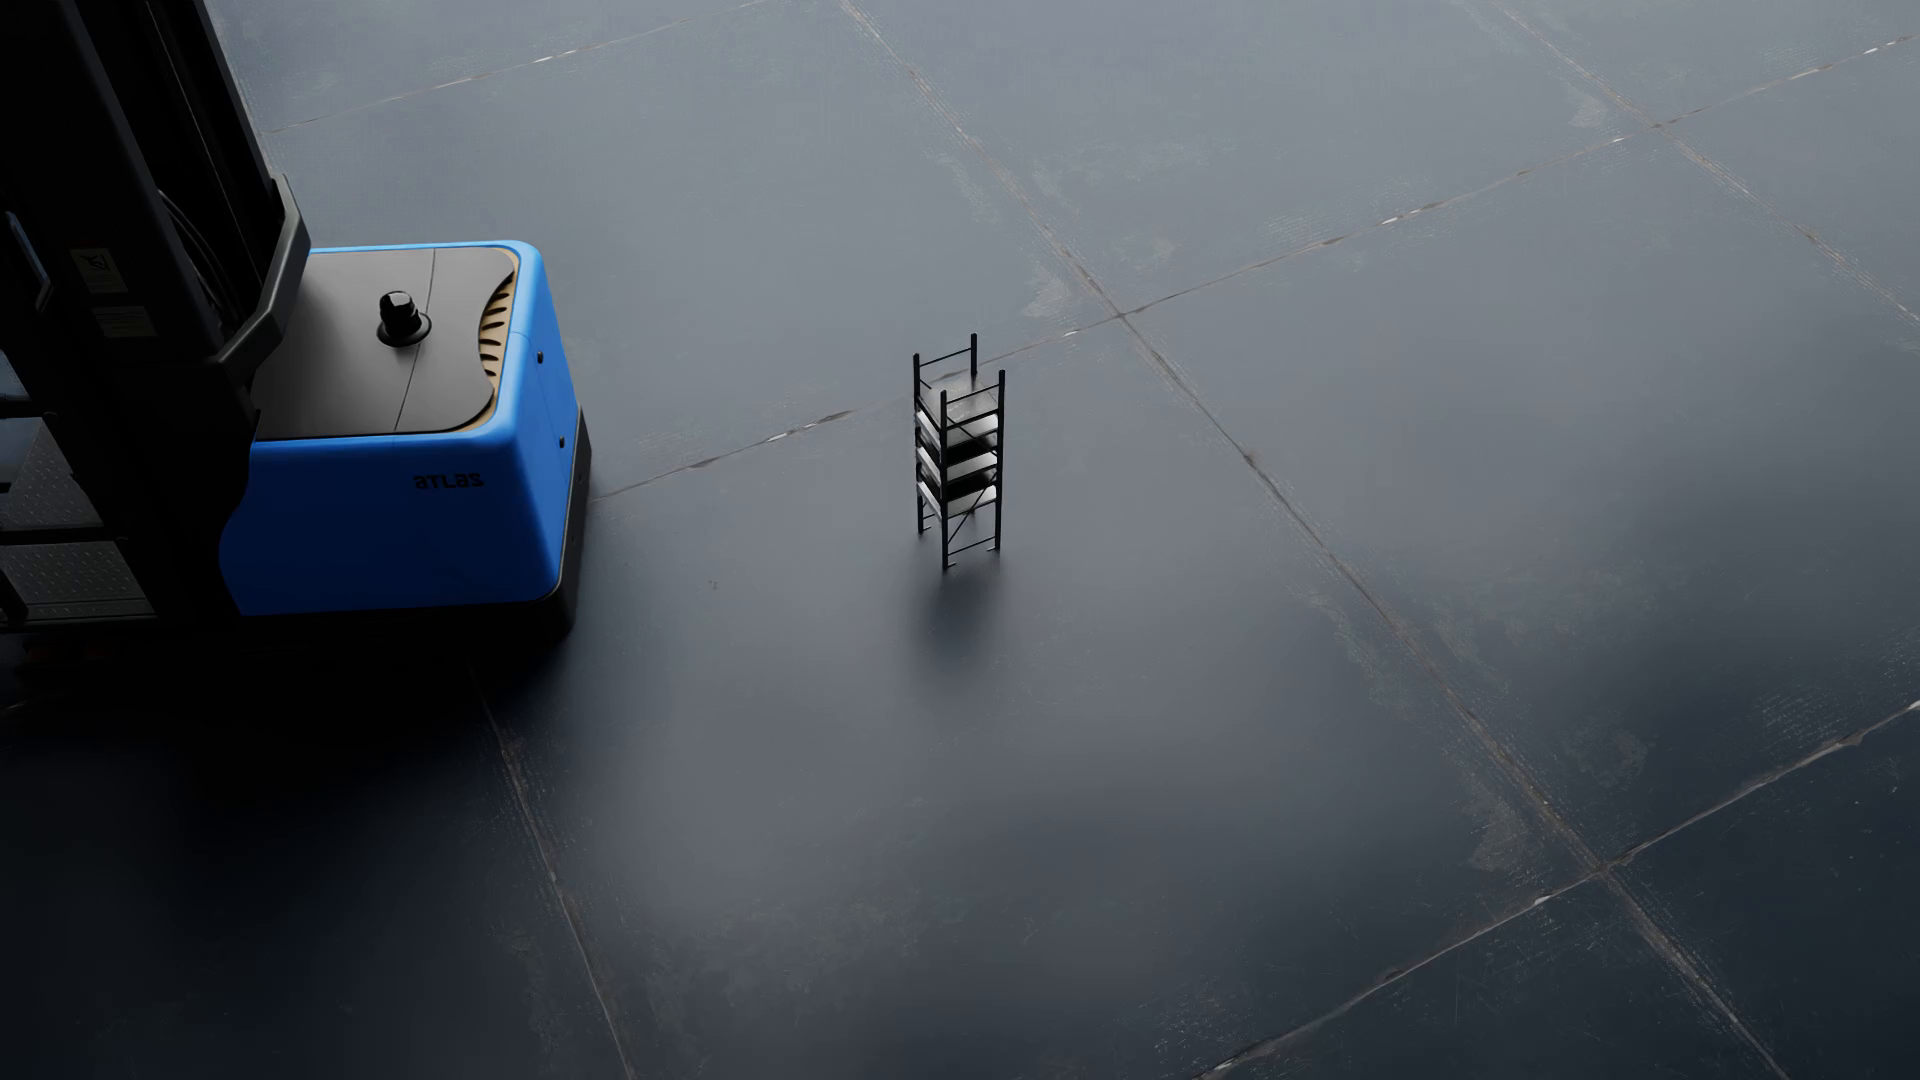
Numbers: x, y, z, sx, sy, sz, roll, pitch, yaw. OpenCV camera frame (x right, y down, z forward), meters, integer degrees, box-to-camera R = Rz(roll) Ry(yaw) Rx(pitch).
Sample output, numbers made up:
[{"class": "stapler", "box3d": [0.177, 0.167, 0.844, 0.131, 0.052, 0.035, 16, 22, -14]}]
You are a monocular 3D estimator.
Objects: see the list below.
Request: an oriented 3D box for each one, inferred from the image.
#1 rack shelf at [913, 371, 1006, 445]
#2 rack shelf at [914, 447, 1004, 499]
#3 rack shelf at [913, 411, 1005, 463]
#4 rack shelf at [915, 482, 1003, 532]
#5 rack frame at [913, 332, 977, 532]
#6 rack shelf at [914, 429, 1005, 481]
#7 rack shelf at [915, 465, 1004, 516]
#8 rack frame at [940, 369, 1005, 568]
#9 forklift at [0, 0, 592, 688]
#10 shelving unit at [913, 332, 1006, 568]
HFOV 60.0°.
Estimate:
[{"class": "rack shelf", "box3d": [-0.004, -0.458, 5.738, 0.258, 0.077, 0.200, -21, 52, -18]}, {"class": "rack shelf", "box3d": [-0.004, -0.280, 5.941, 0.258, 0.077, 0.200, -21, 52, -18]}, {"class": "rack shelf", "box3d": [-0.004, -0.398, 5.806, 0.258, 0.077, 0.200, -21, 52, -18]}, {"class": "rack shelf", "box3d": [-0.004, -0.161, 6.077, 0.258, 0.077, 0.200, -21, 52, -18]}, {"class": "rack frame", "box3d": [-0.050, -0.370, 5.976, 0.240, 0.900, 0.006, -21, 52, -18]}, {"class": "rack shelf", "box3d": [-0.004, -0.339, 5.873, 0.258, 0.077, 0.200, -21, 52, -18]}, {"class": "rack shelf", "box3d": [-0.004, -0.221, 6.009, 0.258, 0.077, 0.200, -21, 52, -18]}, {"class": "rack frame", "box3d": [0.043, -0.234, 5.857, 0.240, 0.900, 0.006, -21, 52, -18]}, {"class": "forklift", "box3d": [-2.911, -0.863, 5.057, 3.031, 2.935, 1.130, -3, 49, -3]}, {"class": "shelving unit", "box3d": [-0.004, -0.302, 5.916, 0.258, 0.900, 0.210, -21, 52, -18]}]
